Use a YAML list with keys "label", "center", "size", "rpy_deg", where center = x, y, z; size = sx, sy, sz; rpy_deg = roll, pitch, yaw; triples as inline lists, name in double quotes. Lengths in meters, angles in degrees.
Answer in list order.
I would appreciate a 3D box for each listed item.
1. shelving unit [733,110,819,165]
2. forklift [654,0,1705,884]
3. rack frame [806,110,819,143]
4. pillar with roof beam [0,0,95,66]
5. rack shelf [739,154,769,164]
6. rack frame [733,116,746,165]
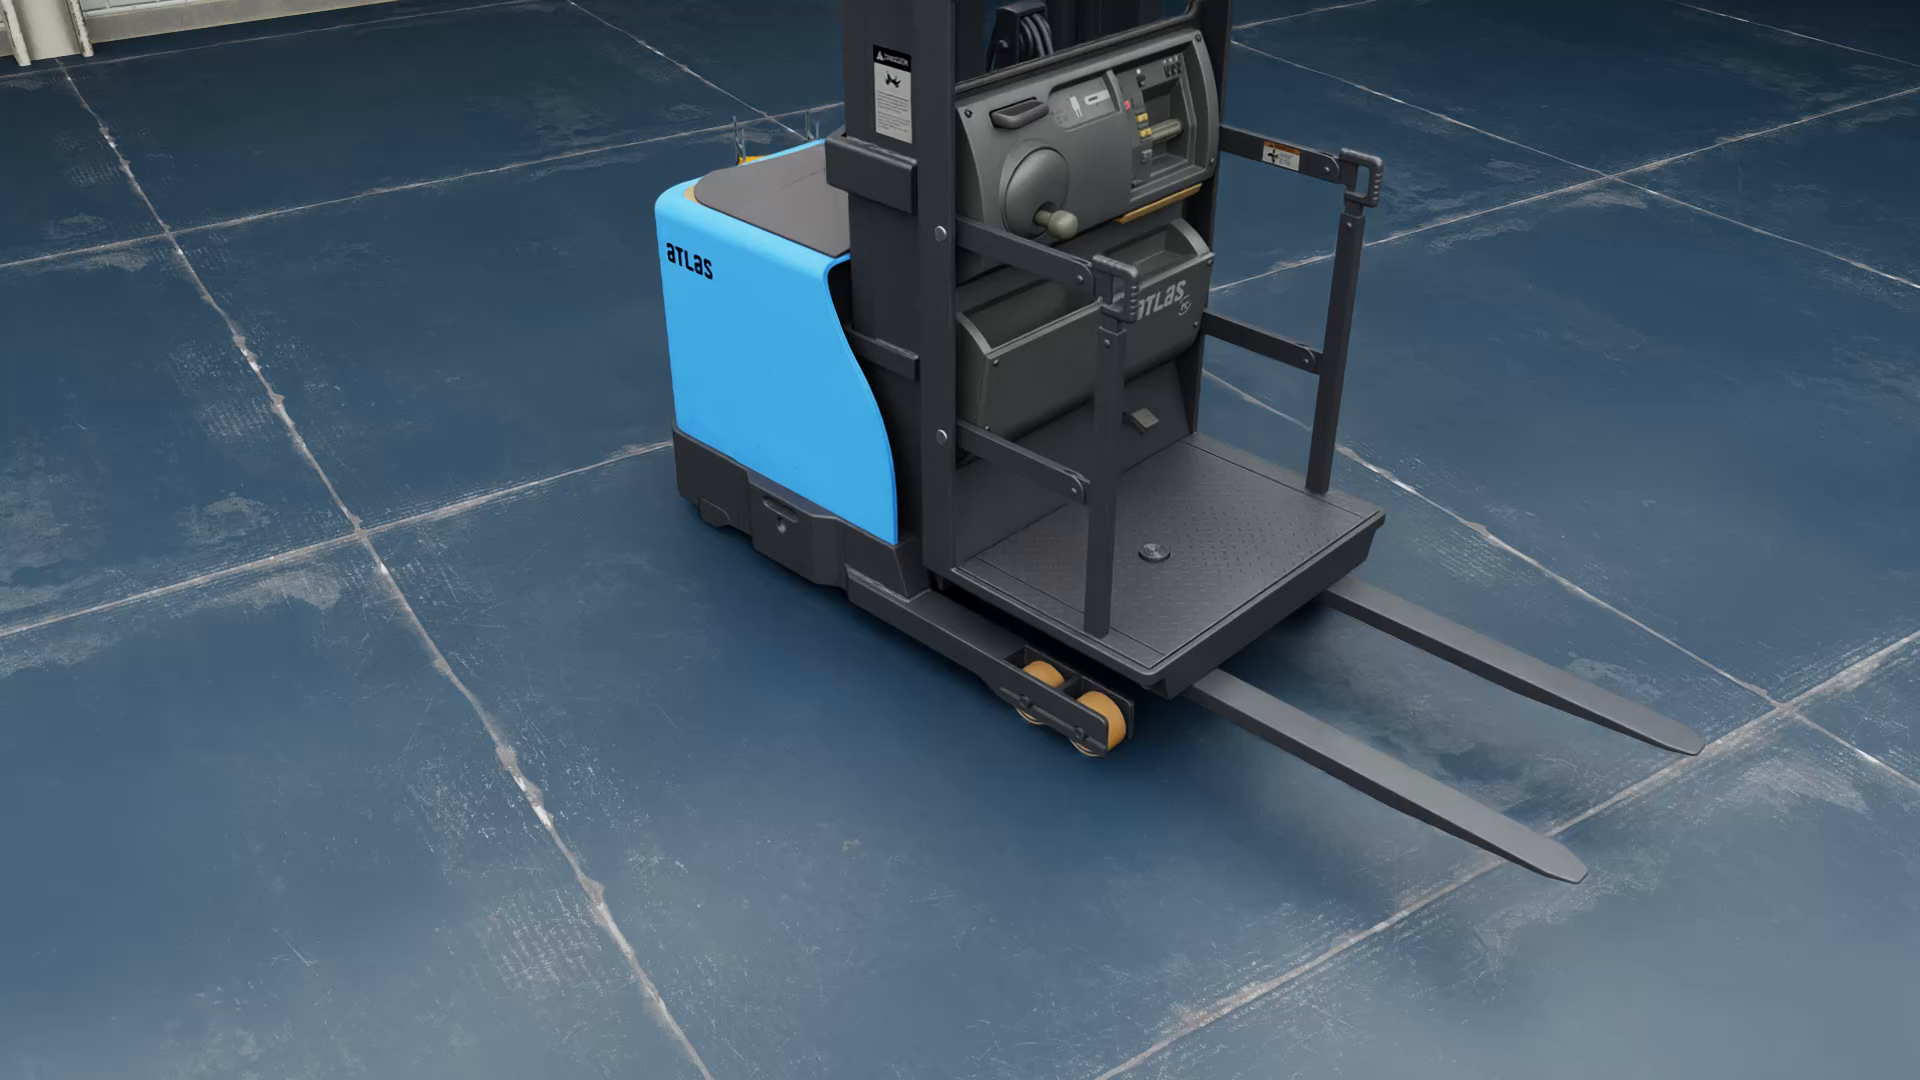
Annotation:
- label: "shelving unit"
  center: [-0.596, -0.915, 5.701]
  size: [0.252, 1.050, 0.215]
  rpy_deg: [-8, 29, -13]
- label: "forklift"
  center: [0.497, -0.989, 4.070]
  size: [3.031, 2.935, 1.130]
  rpy_deg: [27, 41, 36]
- label: "rack frame"
  center: [-0.478, -0.931, 5.728]
  size: [0.008, 1.050, 0.200]
  rpy_deg: [-8, 29, -13]
- label: "pillar with roof beam"
  center: [-2.996, -4.730, 4.315]
  size: [0.400, 9.000, 9.100]
  rpy_deg: [-19, 37, -27]
- label: "rack shelf"
  center: [-0.602, -1.156, 5.574]
  size: [0.240, 0.259, 0.215]
  rpy_deg: [-8, 29, -13]
- label: "rack frame"
  center: [-0.714, -0.898, 5.675]
  size: [0.008, 1.050, 0.200]
  rpy_deg: [-8, 29, -13]
